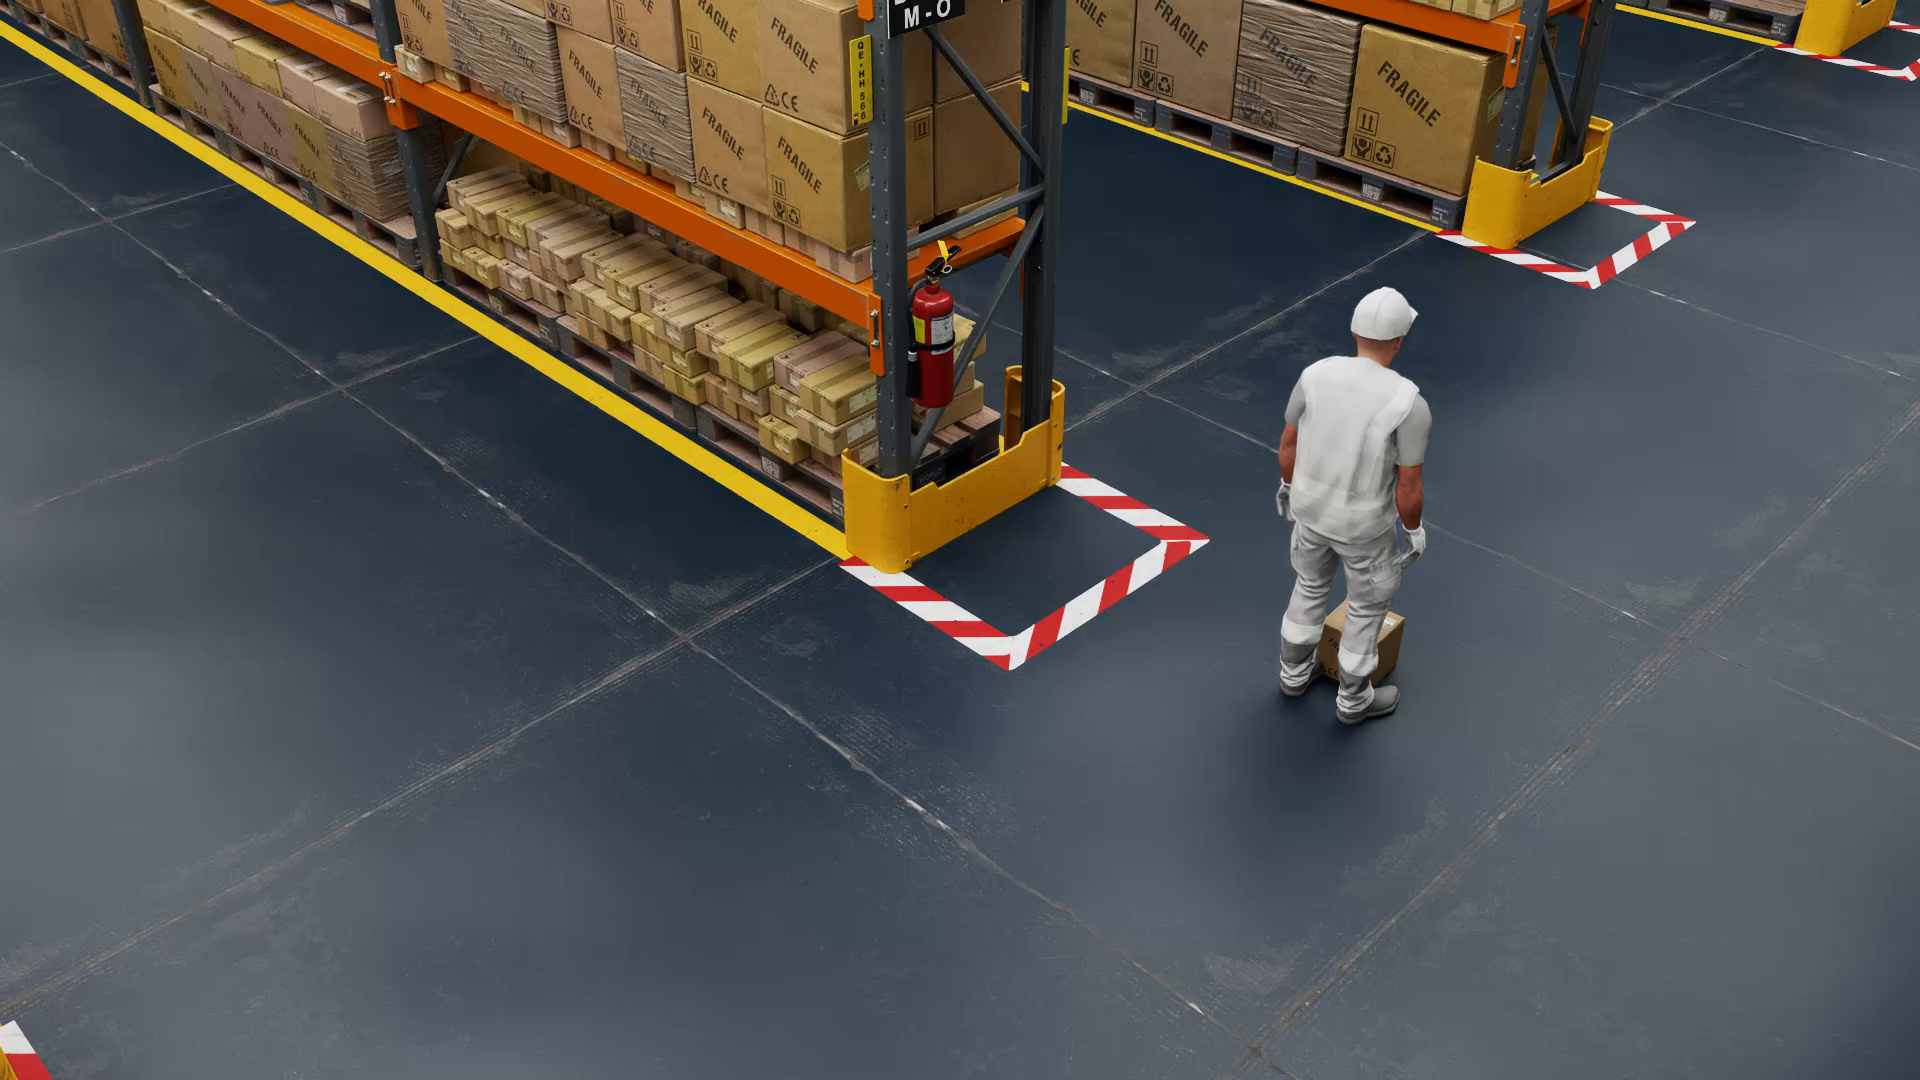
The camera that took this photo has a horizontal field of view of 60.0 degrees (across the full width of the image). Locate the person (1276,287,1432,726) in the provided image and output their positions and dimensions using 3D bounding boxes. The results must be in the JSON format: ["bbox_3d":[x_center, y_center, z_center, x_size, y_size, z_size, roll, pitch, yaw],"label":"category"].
[{"bbox_3d":[1.474,-0.110,6.290,0.617,1.778,0.453,27,43,33],"label":"person"}]
